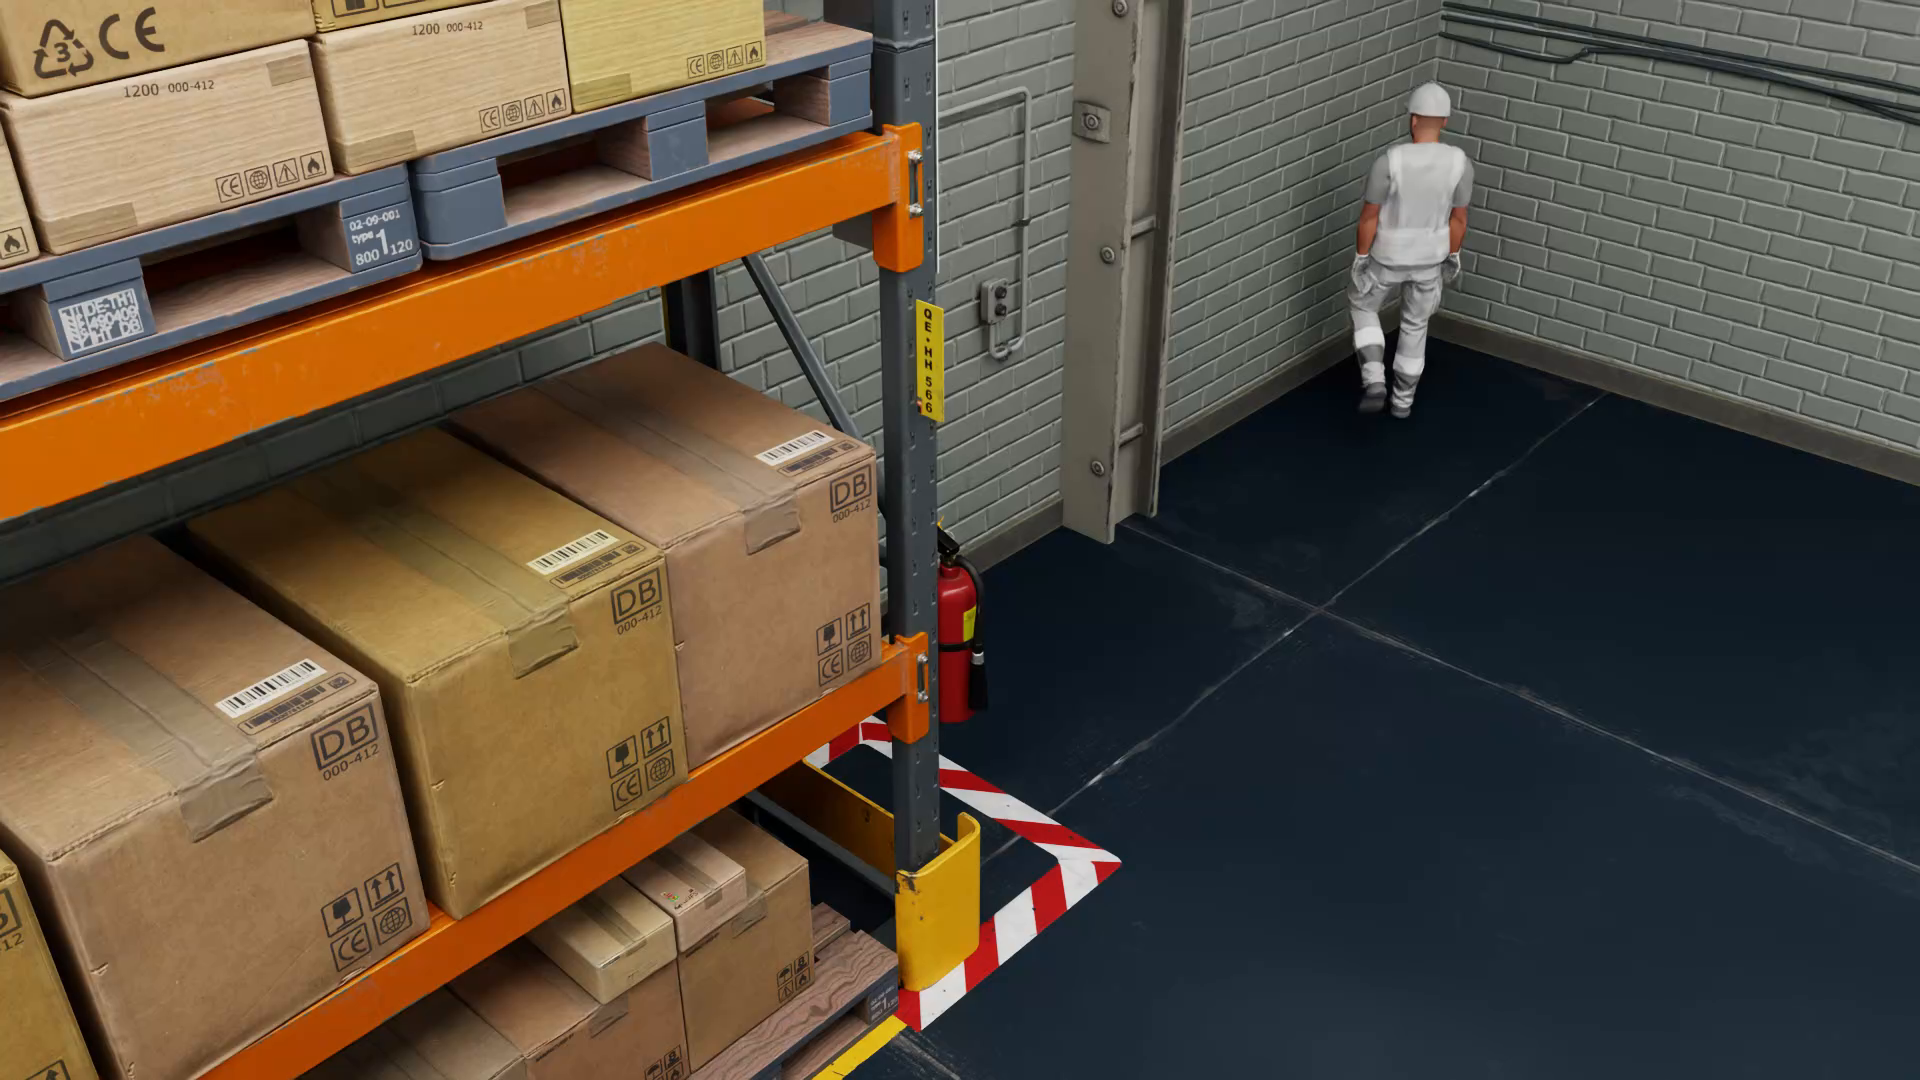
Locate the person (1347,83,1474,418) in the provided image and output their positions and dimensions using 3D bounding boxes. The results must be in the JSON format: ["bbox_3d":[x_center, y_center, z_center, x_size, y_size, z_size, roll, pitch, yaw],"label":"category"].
[{"bbox_3d":[2.271,-1.428,8.448,0.567,1.778,0.534,2,31,4],"label":"person"}]
